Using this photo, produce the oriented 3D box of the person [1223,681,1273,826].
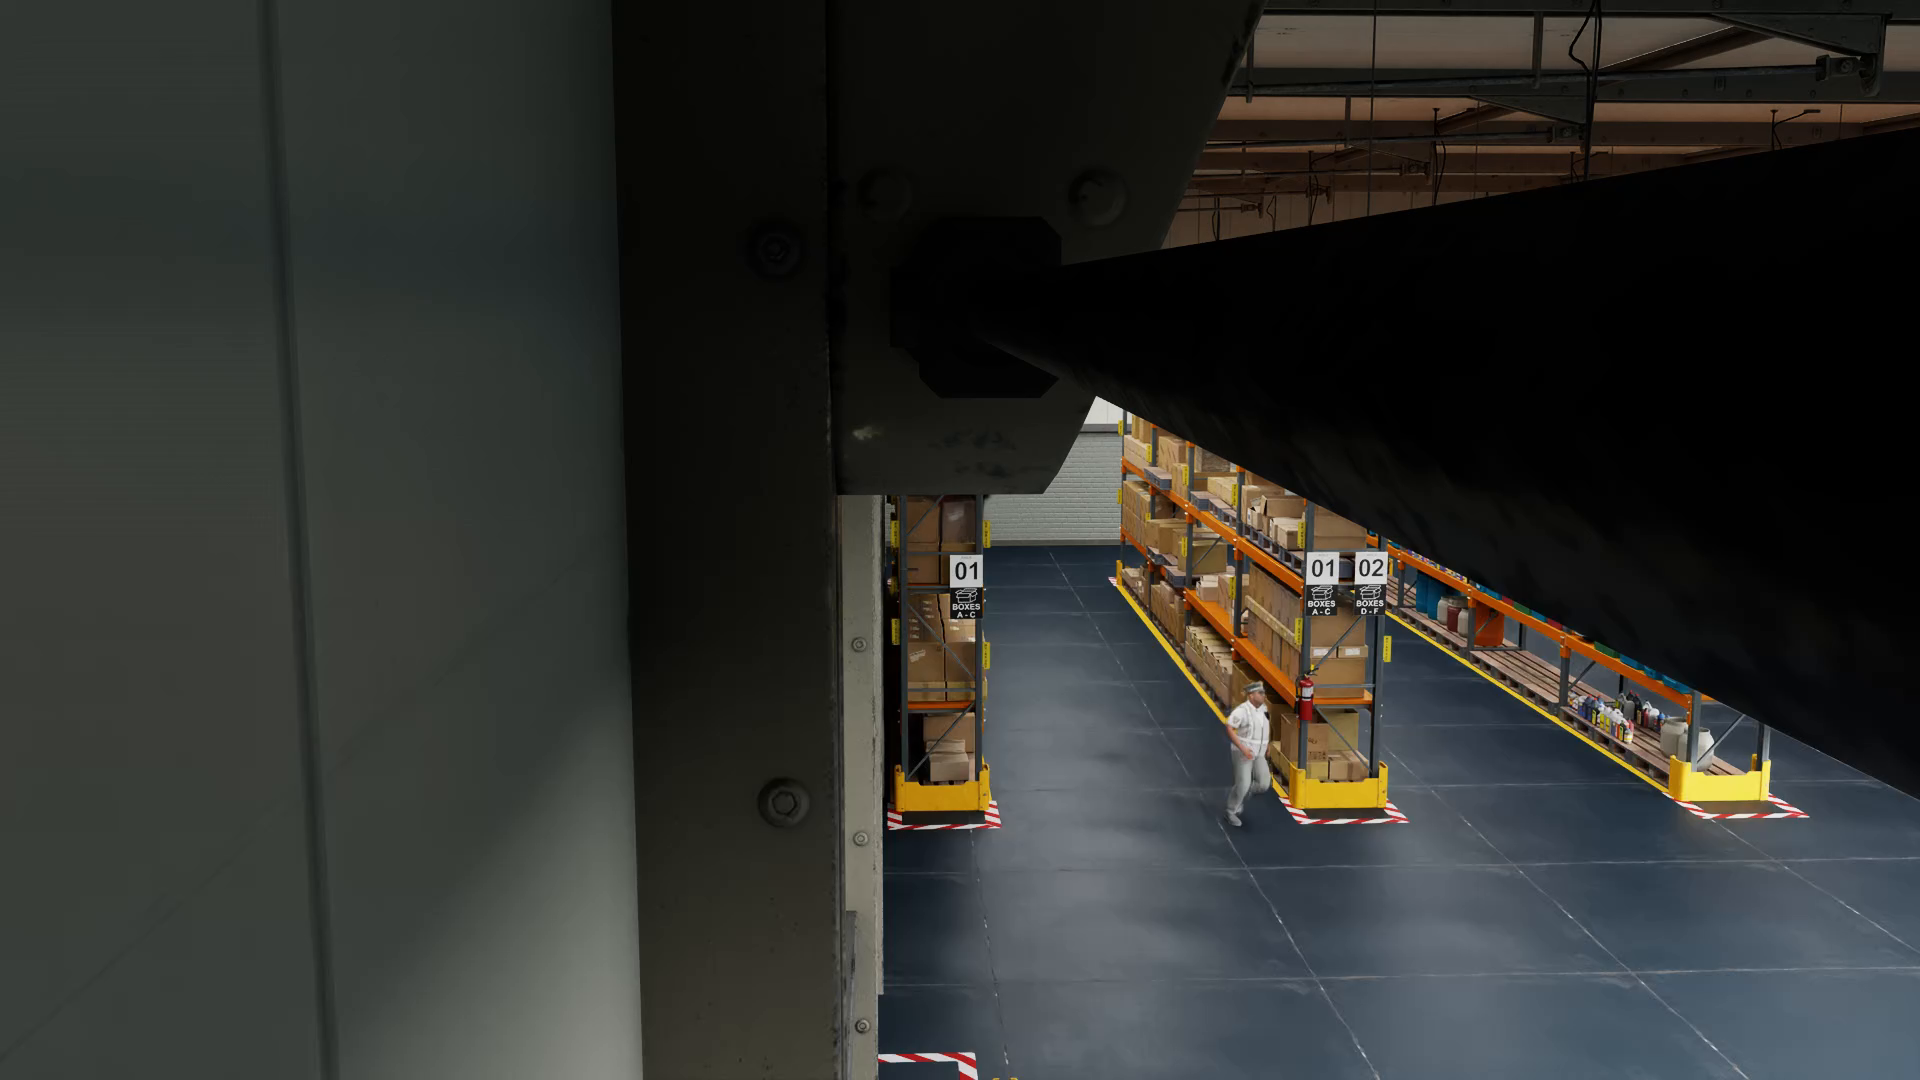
[{"bbox_3d":[3.523,2.549,20.061,0.714,1.723,0.535,-6,10,-34],"label":"person"}]
